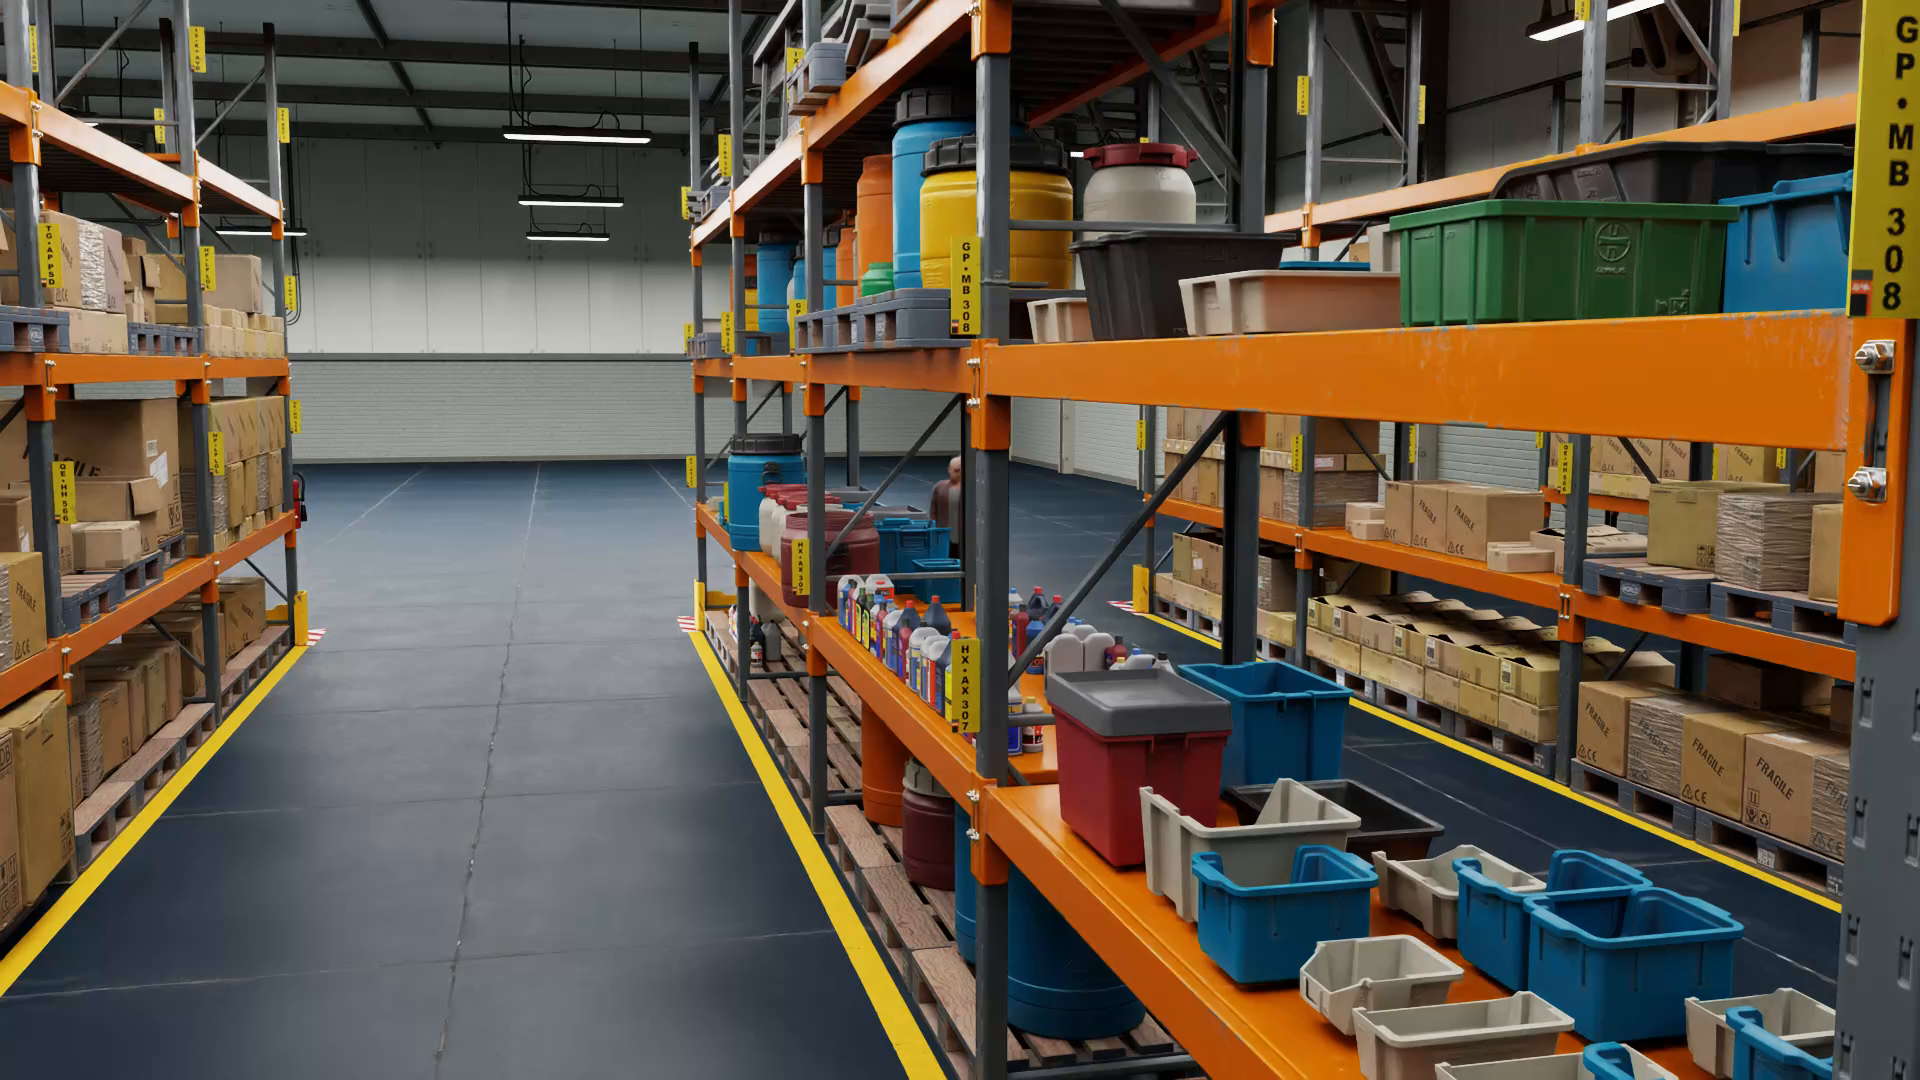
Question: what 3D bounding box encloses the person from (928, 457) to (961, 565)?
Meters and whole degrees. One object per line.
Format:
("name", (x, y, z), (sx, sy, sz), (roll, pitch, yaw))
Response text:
("person", (-0.059, -0.001, 17.746), (0.669, 1.770, 0.819), (1, 6, 8))
